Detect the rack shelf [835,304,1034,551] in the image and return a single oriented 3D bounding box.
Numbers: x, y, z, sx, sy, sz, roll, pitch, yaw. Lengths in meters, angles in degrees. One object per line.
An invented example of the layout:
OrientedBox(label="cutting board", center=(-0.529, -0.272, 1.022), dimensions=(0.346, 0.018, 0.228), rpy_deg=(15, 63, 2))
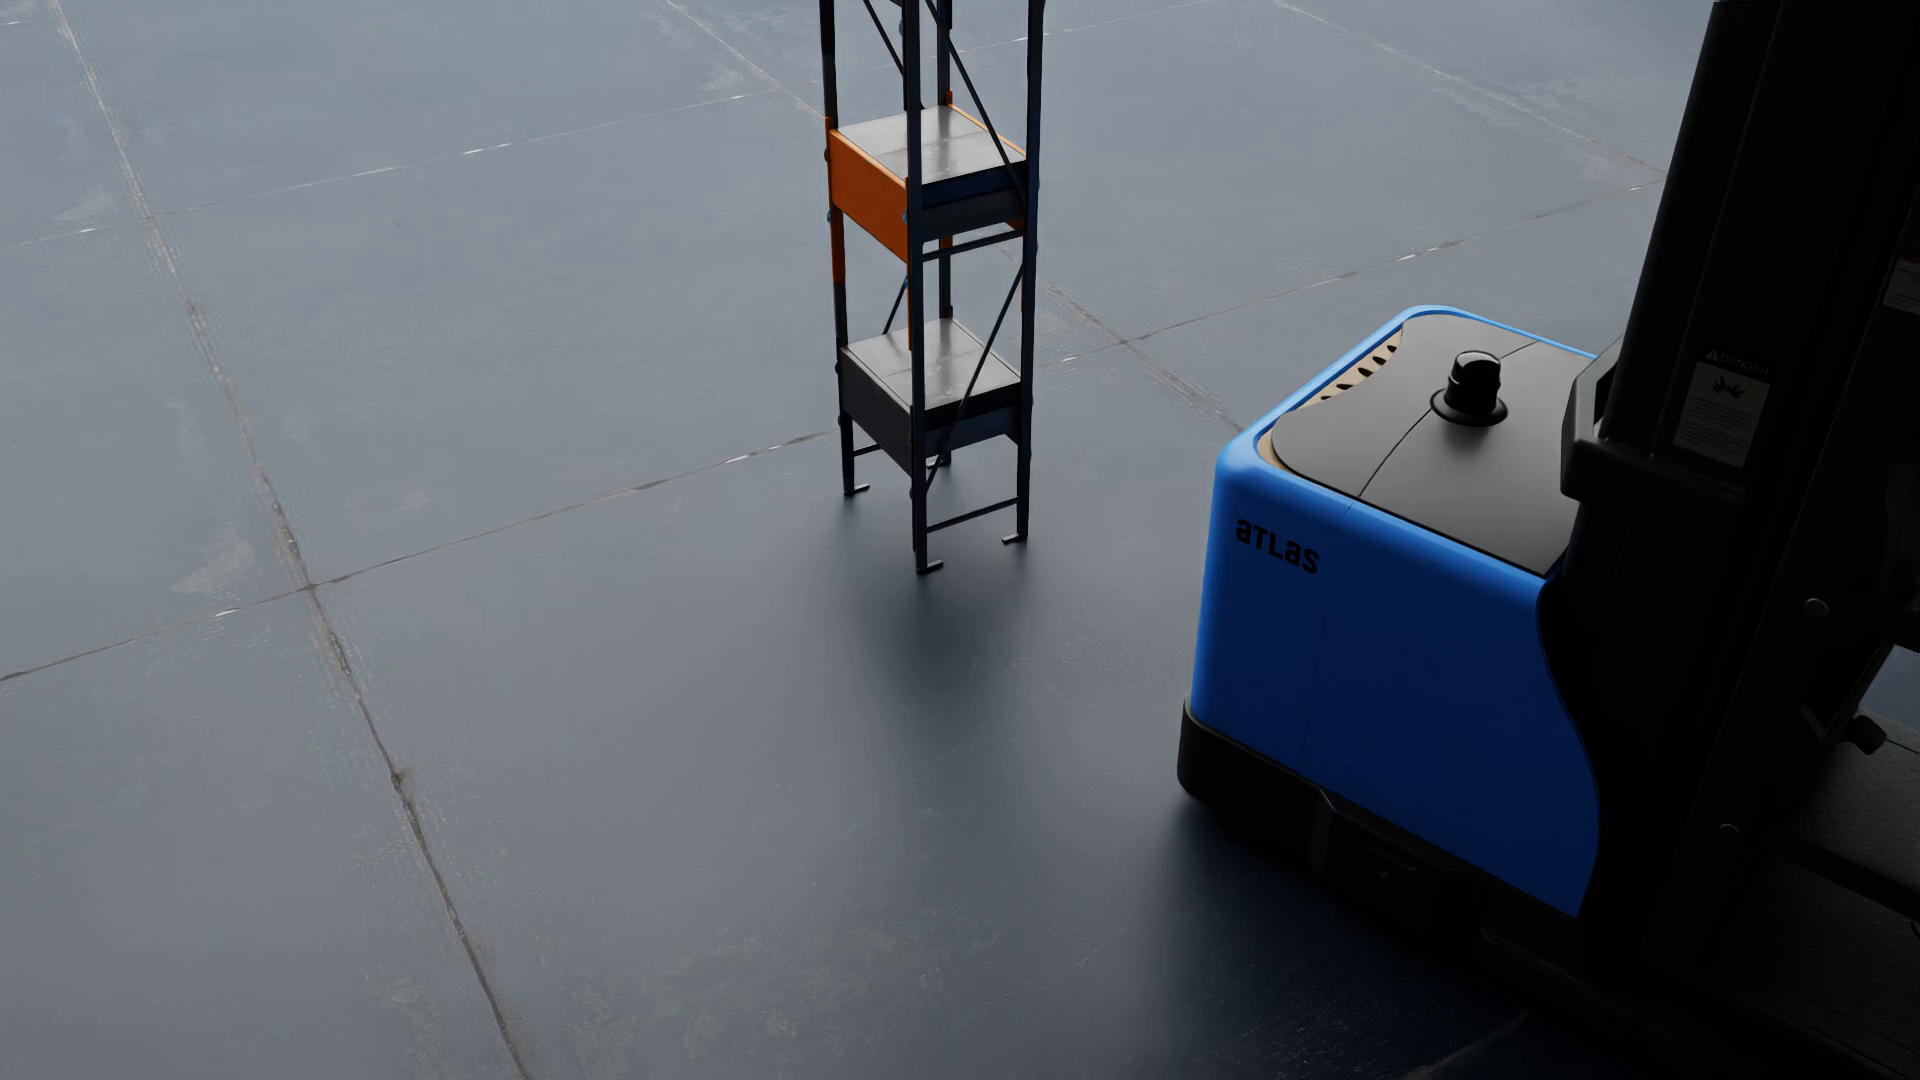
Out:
OrientedBox(label="rack shelf", center=(-0.083, -0.356, 5.167), dimensions=(0.431, 0.518, 0.480), rpy_deg=(-19, 40, -24))

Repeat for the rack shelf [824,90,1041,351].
OrientedBox(label="rack shelf", center=(-0.083, -0.921, 4.754), dimensions=(0.431, 0.518, 0.480), rpy_deg=(-19, 40, -24))

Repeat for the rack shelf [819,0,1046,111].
OrientedBox(label="rack shelf", center=(-0.083, -1.487, 4.341), dimensions=(0.431, 0.518, 0.480), rpy_deg=(-19, 40, -24))

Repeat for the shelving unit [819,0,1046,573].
OrientedBox(label="shelving unit", center=(-0.083, -0.932, 4.746), dimensions=(0.431, 2.100, 0.503), rpy_deg=(-19, 40, -24))

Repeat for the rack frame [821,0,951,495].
OrientedBox(label="rack frame", center=(-0.206, -1.057, 4.917), dimensions=(0.400, 2.100, 0.015), rpy_deg=(-19, 40, -24))

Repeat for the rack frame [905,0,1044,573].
OrientedBox(label="rack frame", center=(0.039, -0.808, 4.576), dimensions=(0.400, 2.100, 0.015), rpy_deg=(-19, 40, -24))

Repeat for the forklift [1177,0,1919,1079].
OrientedBox(label="forklift", center=(2.010, -0.168, 2.995), dimensions=(3.031, 2.935, 1.130), rpy_deg=(27, 44, 32))
